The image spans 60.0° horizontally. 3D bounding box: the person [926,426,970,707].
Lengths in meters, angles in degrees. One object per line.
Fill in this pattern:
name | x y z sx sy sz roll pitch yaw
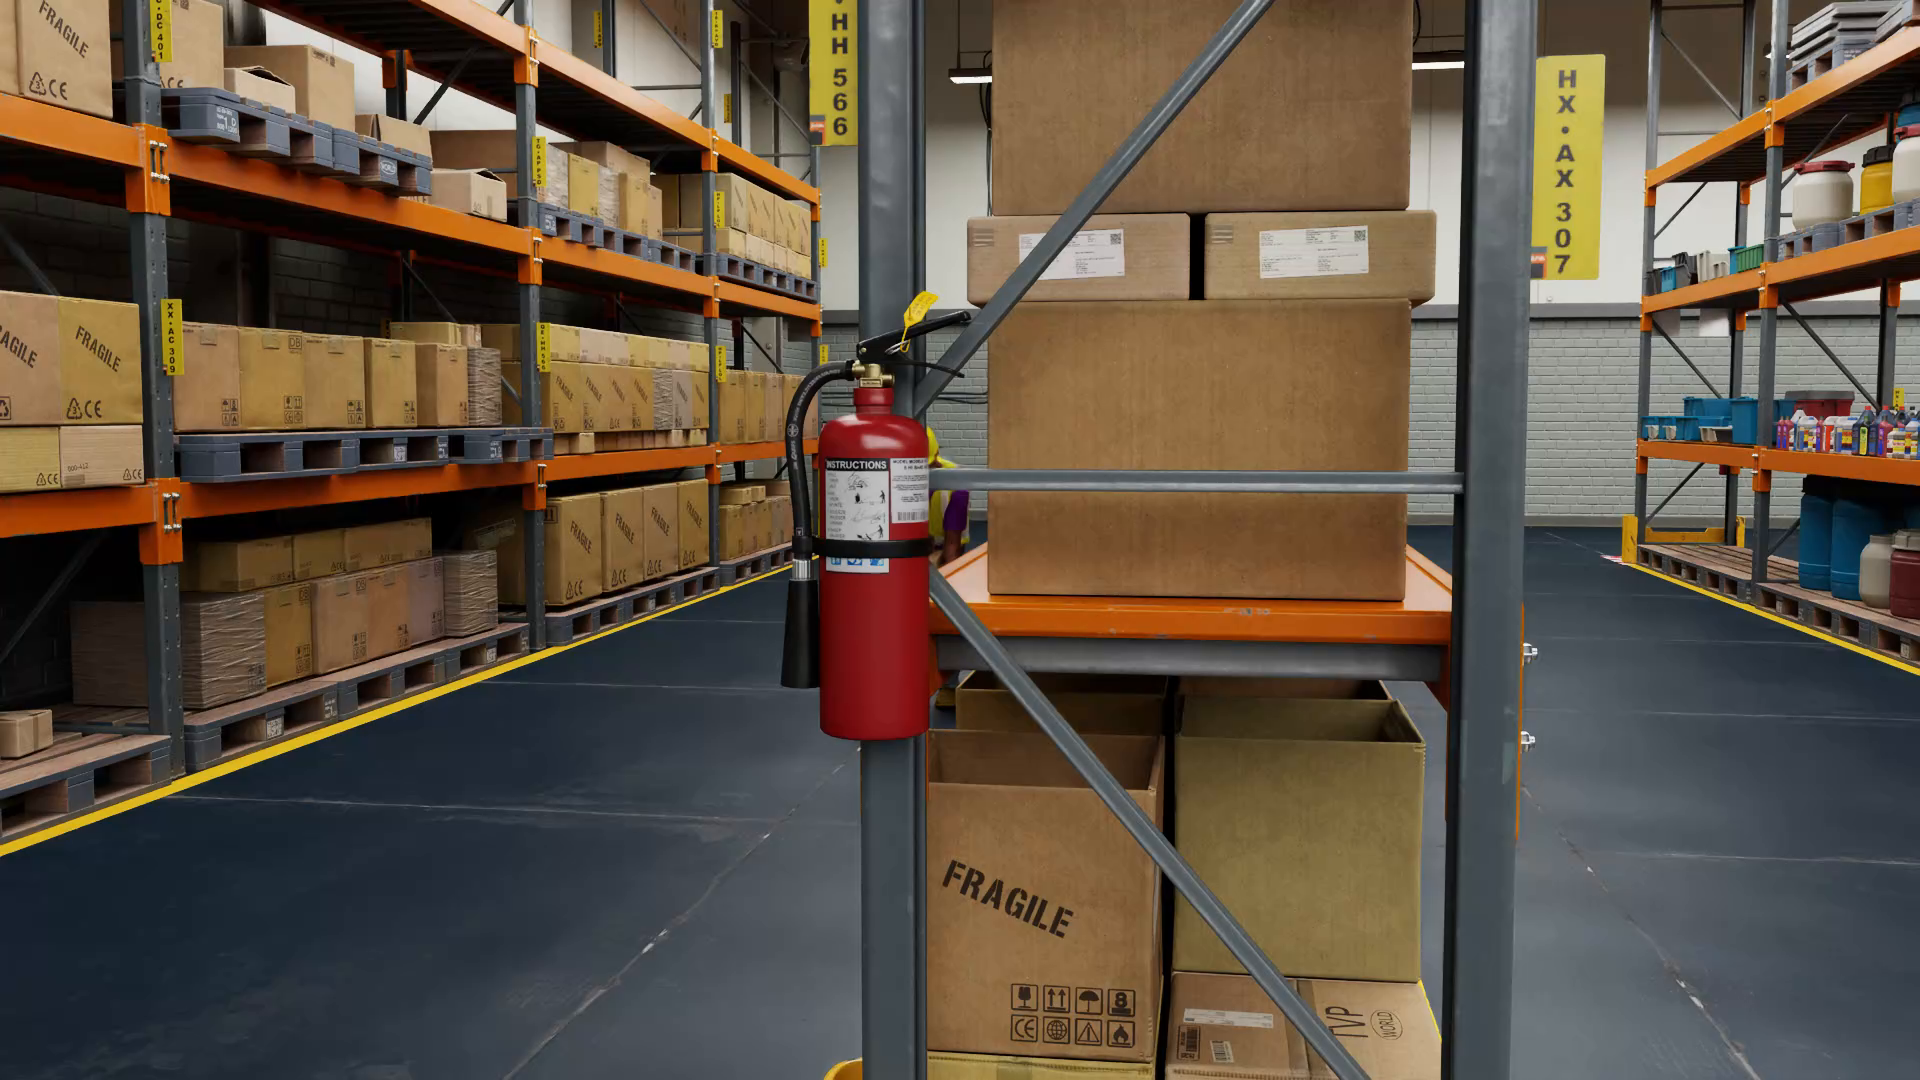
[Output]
person | -0.184 0.143 9.000 0.477 1.555 0.798 1 4 7
